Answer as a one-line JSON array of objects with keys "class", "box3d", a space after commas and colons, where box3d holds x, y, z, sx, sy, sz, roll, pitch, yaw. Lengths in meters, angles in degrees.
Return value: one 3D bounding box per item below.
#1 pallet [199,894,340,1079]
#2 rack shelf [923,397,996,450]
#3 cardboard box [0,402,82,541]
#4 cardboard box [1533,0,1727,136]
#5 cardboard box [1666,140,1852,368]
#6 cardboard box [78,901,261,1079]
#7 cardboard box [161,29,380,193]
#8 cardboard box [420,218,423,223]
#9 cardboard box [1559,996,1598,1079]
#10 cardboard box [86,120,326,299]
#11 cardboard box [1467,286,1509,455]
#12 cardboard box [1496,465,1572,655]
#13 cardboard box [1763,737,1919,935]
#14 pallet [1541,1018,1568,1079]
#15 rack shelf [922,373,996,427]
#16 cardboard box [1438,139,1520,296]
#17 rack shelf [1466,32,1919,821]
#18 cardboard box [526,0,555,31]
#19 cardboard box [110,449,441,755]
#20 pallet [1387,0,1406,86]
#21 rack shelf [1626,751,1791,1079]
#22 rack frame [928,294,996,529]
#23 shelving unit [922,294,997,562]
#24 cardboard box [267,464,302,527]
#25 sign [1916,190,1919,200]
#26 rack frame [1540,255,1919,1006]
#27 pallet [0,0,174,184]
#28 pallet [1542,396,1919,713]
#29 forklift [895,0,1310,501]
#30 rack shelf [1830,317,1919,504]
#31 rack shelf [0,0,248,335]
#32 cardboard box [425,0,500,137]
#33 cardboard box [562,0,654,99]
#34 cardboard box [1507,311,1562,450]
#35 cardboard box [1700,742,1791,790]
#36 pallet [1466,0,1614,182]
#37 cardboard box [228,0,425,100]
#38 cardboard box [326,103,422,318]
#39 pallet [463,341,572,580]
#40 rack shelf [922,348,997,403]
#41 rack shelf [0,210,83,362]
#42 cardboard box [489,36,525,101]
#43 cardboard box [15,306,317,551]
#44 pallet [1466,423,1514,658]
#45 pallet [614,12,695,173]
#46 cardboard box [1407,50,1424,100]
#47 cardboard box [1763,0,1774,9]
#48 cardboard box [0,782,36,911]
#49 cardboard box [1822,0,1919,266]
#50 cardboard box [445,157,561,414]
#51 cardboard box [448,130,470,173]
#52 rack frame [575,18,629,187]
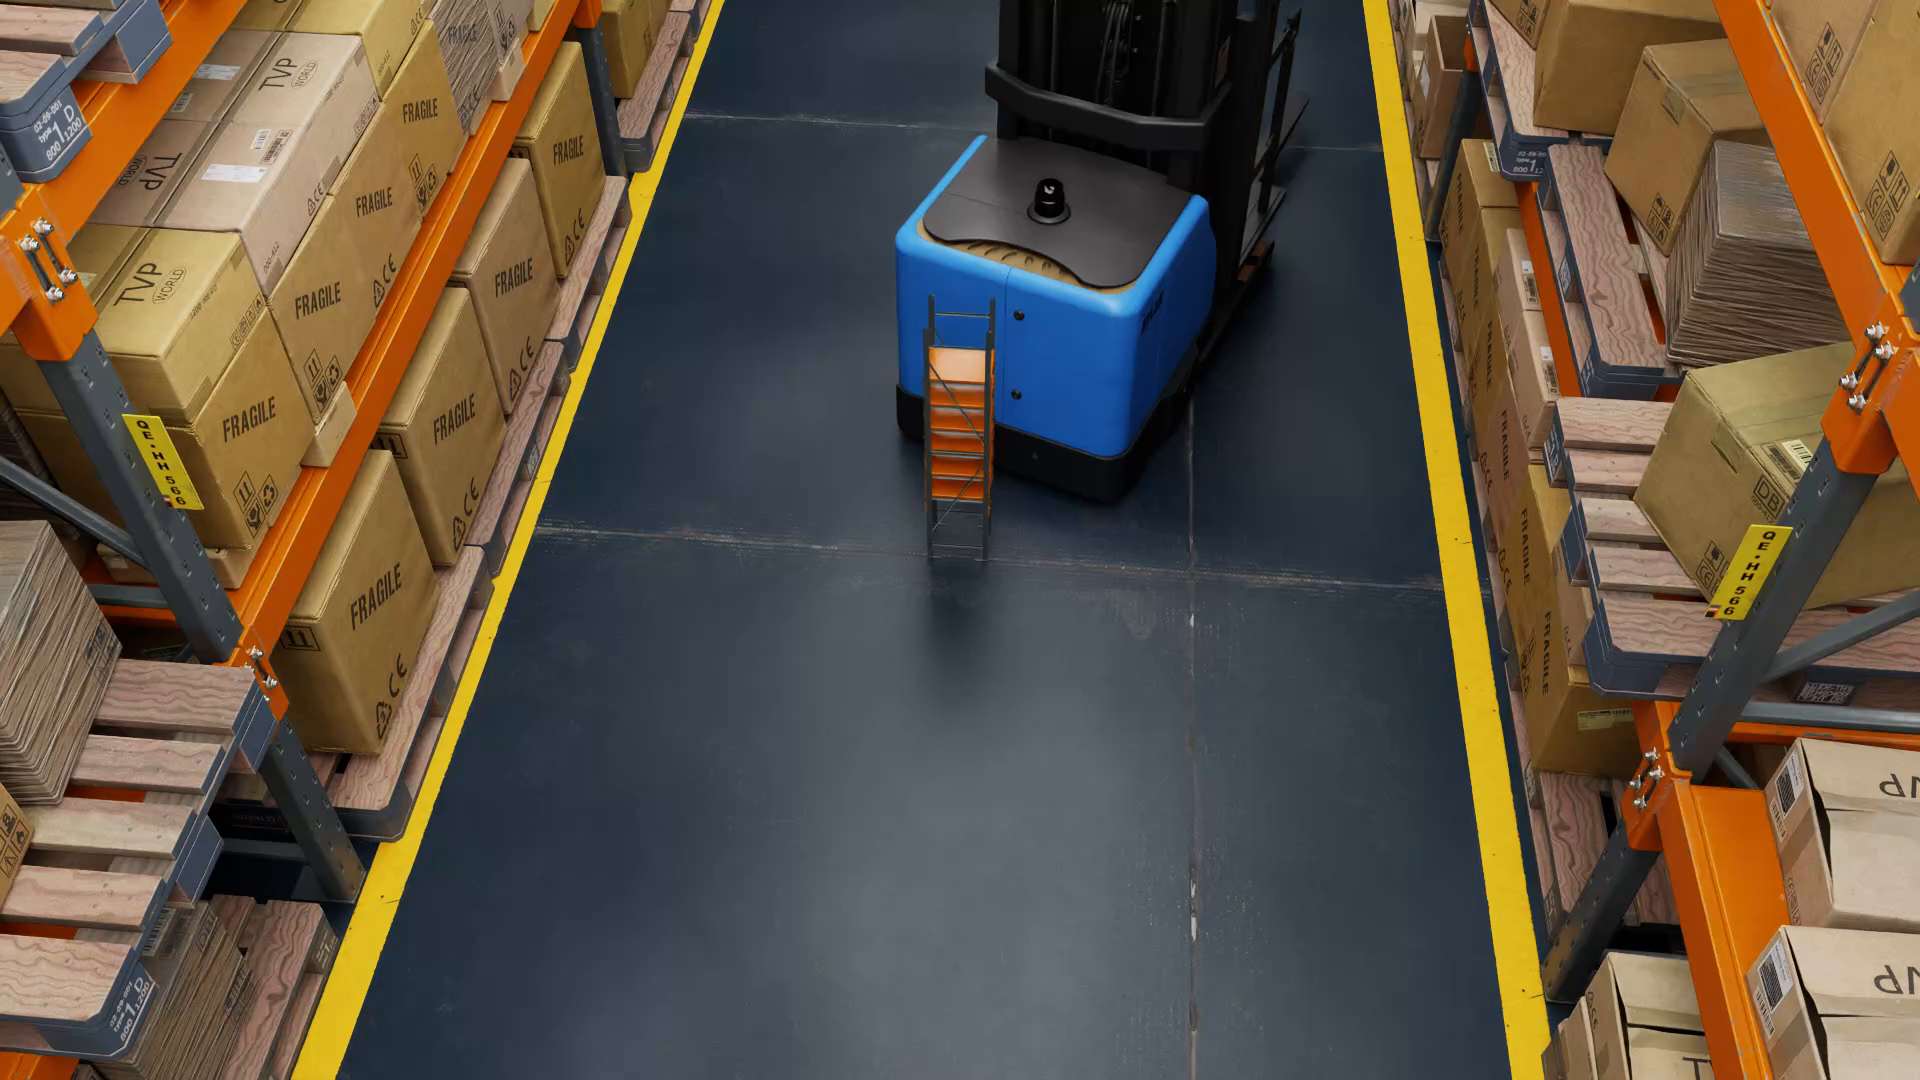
[{"class": "pallet", "box3d": [-2.609, 1.658, 5.090, 1.003, 0.211, 1.213, 4, 48, 4]}, {"class": "rack shelf", "box3d": [-0.001, -0.445, 6.242, 0.258, 0.103, 0.180, 4, 48, 4]}, {"class": "cardboard box", "box3d": [-2.756, -0.363, 4.766, 0.500, 0.500, 0.500, 4, 48, 4]}, {"class": "cardboard box", "box3d": [2.496, -1.799, 6.010, 0.700, 0.500, 0.500, 11, 48, 10]}, {"class": "cardboard box", "box3d": [2.616, -0.832, 5.126, 0.700, 0.500, 0.500, 12, 49, 11]}, {"class": "cardboard box", "box3d": [-2.550, 1.371, 4.859, 0.700, 0.500, 0.500, 4, 48, 4]}, {"class": "cardboard box", "box3d": [-2.148, -1.330, 5.143, 0.500, 0.250, 0.500, 4, 48, 4]}, {"class": "cardboard box", "box3d": [-2.147, -1.133, 5.910, 0.380, 0.149, 0.250, 4, 48, 4]}, {"class": "cardboard box", "box3d": [2.057, 1.625, 4.810, 0.500, 0.250, 0.500, 4, 48, 3]}, {"class": "cardboard box", "box3d": [-2.190, -0.962, 4.806, 0.500, 0.250, 0.500, 3, 48, 3]}, {"class": "cardboard box", "box3d": [2.384, -0.672, 6.728, 0.500, 0.500, 0.500, 4, 48, 4]}, {"class": "cardboard box", "box3d": [2.296, 0.085, 6.035, 0.500, 0.500, 0.500, 2, 48, 2]}, {"class": "cardboard box", "box3d": [2.320, 0.768, 4.075, 0.500, 0.311, 0.500, 7, 48, 6]}, {"class": "pallet", "box3d": [2.283, 2.017, 4.762, 1.003, 0.211, 1.213, 4, 48, 4]}, {"class": "rack shelf", "box3d": [-0.001, -0.526, 6.153, 0.258, 0.103, 0.180, 4, 48, 4]}, {"class": "cardboard box", "box3d": [2.475, -1.432, 7.423, 0.500, 0.500, 0.500, 2, 48, 2]}, {"class": "rack shelf", "box3d": [2.579, -0.754, 5.894, 1.077, 0.370, 4.000, 4, 48, 4]}, {"class": "cardboard box", "box3d": [-1.920, -2.264, 6.945, 0.380, 0.149, 0.250, 5, 48, 4]}, {"class": "cardboard box", "box3d": [-2.339, 0.195, 5.711, 0.750, 0.750, 0.750, 3, 48, 3]}, {"class": "pallet", "box3d": [2.934, -2.928, 9.286, 1.003, 0.211, 1.213, 4, 48, 4]}, {"class": "rack shelf", "box3d": [2.215, 2.186, 3.206, 1.077, 0.370, 4.000, 4, 48, 4]}, {"class": "rack frame", "box3d": [0.007, -0.462, 6.359, 0.240, 1.200, 0.006, 4, 48, 4]}, {"class": "shelving unit", "box3d": [-0.001, -0.394, 6.298, 0.258, 1.200, 0.189, 4, 48, 4]}, {"class": "cardboard box", "box3d": [-2.244, -0.190, 5.048, 0.380, 0.149, 0.250, 4, 48, 4]}, {"class": "sign", "box3d": [1.857, -0.752, 3.021, 0.100, 0.325, 0.005, 4, 48, 4]}, {"class": "rack frame", "box3d": [2.397, 0.473, 4.284, 1.000, 3.000, 0.127, 4, 48, 4]}, {"class": "pallet", "box3d": [-2.530, -1.282, 3.985, 1.213, 0.211, 1.003, 6, 48, 5]}, {"class": "pallet", "box3d": [2.389, 0.035, 4.815, 1.213, 0.211, 1.003, 4, 48, 4]}, {"class": "forklift", "box3d": [0.833, -2.247, 6.819, 1.130, 2.935, 3.031, 20, 51, 17]}, {"class": "rack shelf", "box3d": [2.215, 1.173, 2.099, 1.077, 0.370, 4.000, 4, 48, 4]}, {"class": "rack shelf", "box3d": [-2.354, -2.096, 5.089, 1.077, 0.370, 4.000, 4, 48, 4]}, {"class": "cardboard box", "box3d": [-2.054, -1.837, 6.115, 0.500, 0.500, 0.500, 4, 48, 4]}, {"class": "cardboard box", "box3d": [-2.001, -2.637, 8.539, 0.700, 0.500, 0.500, 4, 48, 4]}, {"class": "cardboard box", "box3d": [2.339, -0.581, 6.137, 0.500, 0.250, 0.500, 3, 48, 3]}, {"class": "cardboard box", "box3d": [2.723, 0.853, 5.333, 0.500, 0.500, 0.500, 6, 48, 5]}, {"class": "pallet", "box3d": [2.580, -1.821, 6.513, 1.003, 0.211, 1.213, 4, 48, 4]}, {"class": "cardboard box", "box3d": [-2.108, -1.706, 5.486, 0.500, 0.250, 0.500, 3, 48, 3]}, {"class": "cardboard box", "box3d": [-2.134, -1.087, 5.428, 0.500, 0.500, 0.500, 4, 48, 3]}, {"class": "pallet", "box3d": [-2.276, -0.384, 6.958, 1.003, 0.211, 1.213, 4, 48, 4]}, {"class": "rack shelf", "box3d": [-0.001, -0.607, 6.065, 0.258, 0.103, 0.180, 4, 48, 4]}, {"class": "rack shelf", "box3d": [-2.719, 0.843, 2.401, 1.077, 0.370, 4.000, 4, 48, 4]}, {"class": "cardboard box", "box3d": [-1.954, -1.878, 6.592, 0.380, 0.149, 0.250, 4, 48, 4]}, {"class": "cardboard box", "box3d": [-2.237, -0.338, 4.743, 0.500, 0.500, 0.500, 5, 48, 5]}, {"class": "pallet", "box3d": [2.617, -0.026, 6.631, 1.003, 0.211, 1.213, 4, 48, 4]}, {"class": "pallet", "box3d": [-2.025, -2.409, 8.810, 1.003, 0.211, 1.213, 4, 48, 4]}, {"class": "cardboard box", "box3d": [2.506, -2.370, 8.518, 0.380, 0.149, 0.250, 4, 48, 4]}, {"class": "cardboard box", "box3d": [2.497, -1.653, 4.128, 0.910, 0.500, 0.500, 4, 48, 4]}, {"class": "cardboard box", "box3d": [-2.593, 0.719, 3.694, 0.700, 0.500, 0.500, 0, 48, 0]}, {"class": "cardboard box", "box3d": [2.403, -0.896, 3.436, 0.910, 0.500, 0.500, 4, 48, 4]}, {"class": "cardboard box", "box3d": [-2.180, -1.073, 6.871, 0.750, 0.750, 0.750, 5, 48, 5]}, {"class": "cardboard box", "box3d": [-2.080, -1.520, 6.264, 0.380, 0.149, 0.250, 3, 48, 2]}, {"class": "rack frame", "box3d": [-2.172, -2.796, 7.275, 1.000, 3.000, 0.127, 4, 48, 4]}]
